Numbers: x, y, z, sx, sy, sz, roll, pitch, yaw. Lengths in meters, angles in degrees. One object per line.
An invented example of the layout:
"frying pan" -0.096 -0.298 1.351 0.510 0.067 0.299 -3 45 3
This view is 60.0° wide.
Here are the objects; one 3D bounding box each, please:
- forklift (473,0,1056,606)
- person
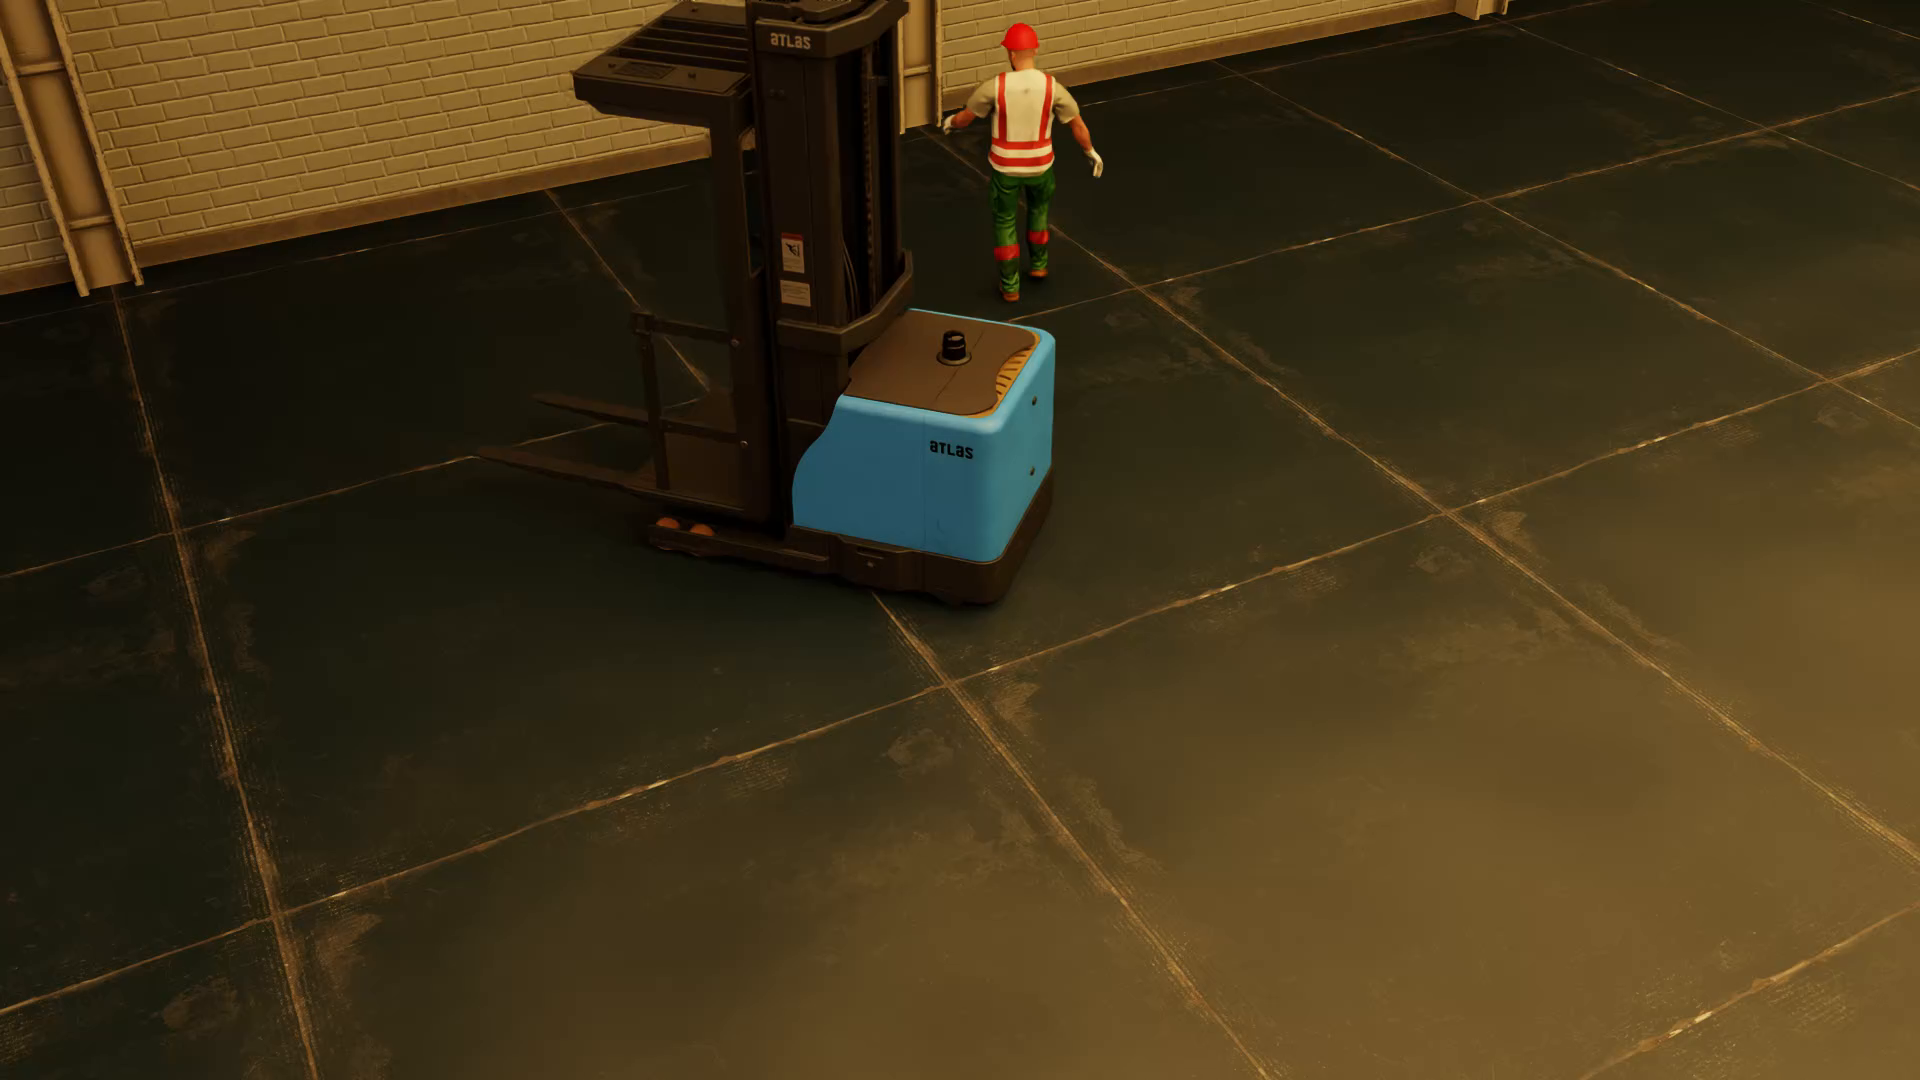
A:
"forklift" -1.084 -1.383 8.080 3.031 2.935 1.130 11 37 15
"person" 0.400 -2.413 10.593 1.008 1.807 0.578 -1 35 -1
